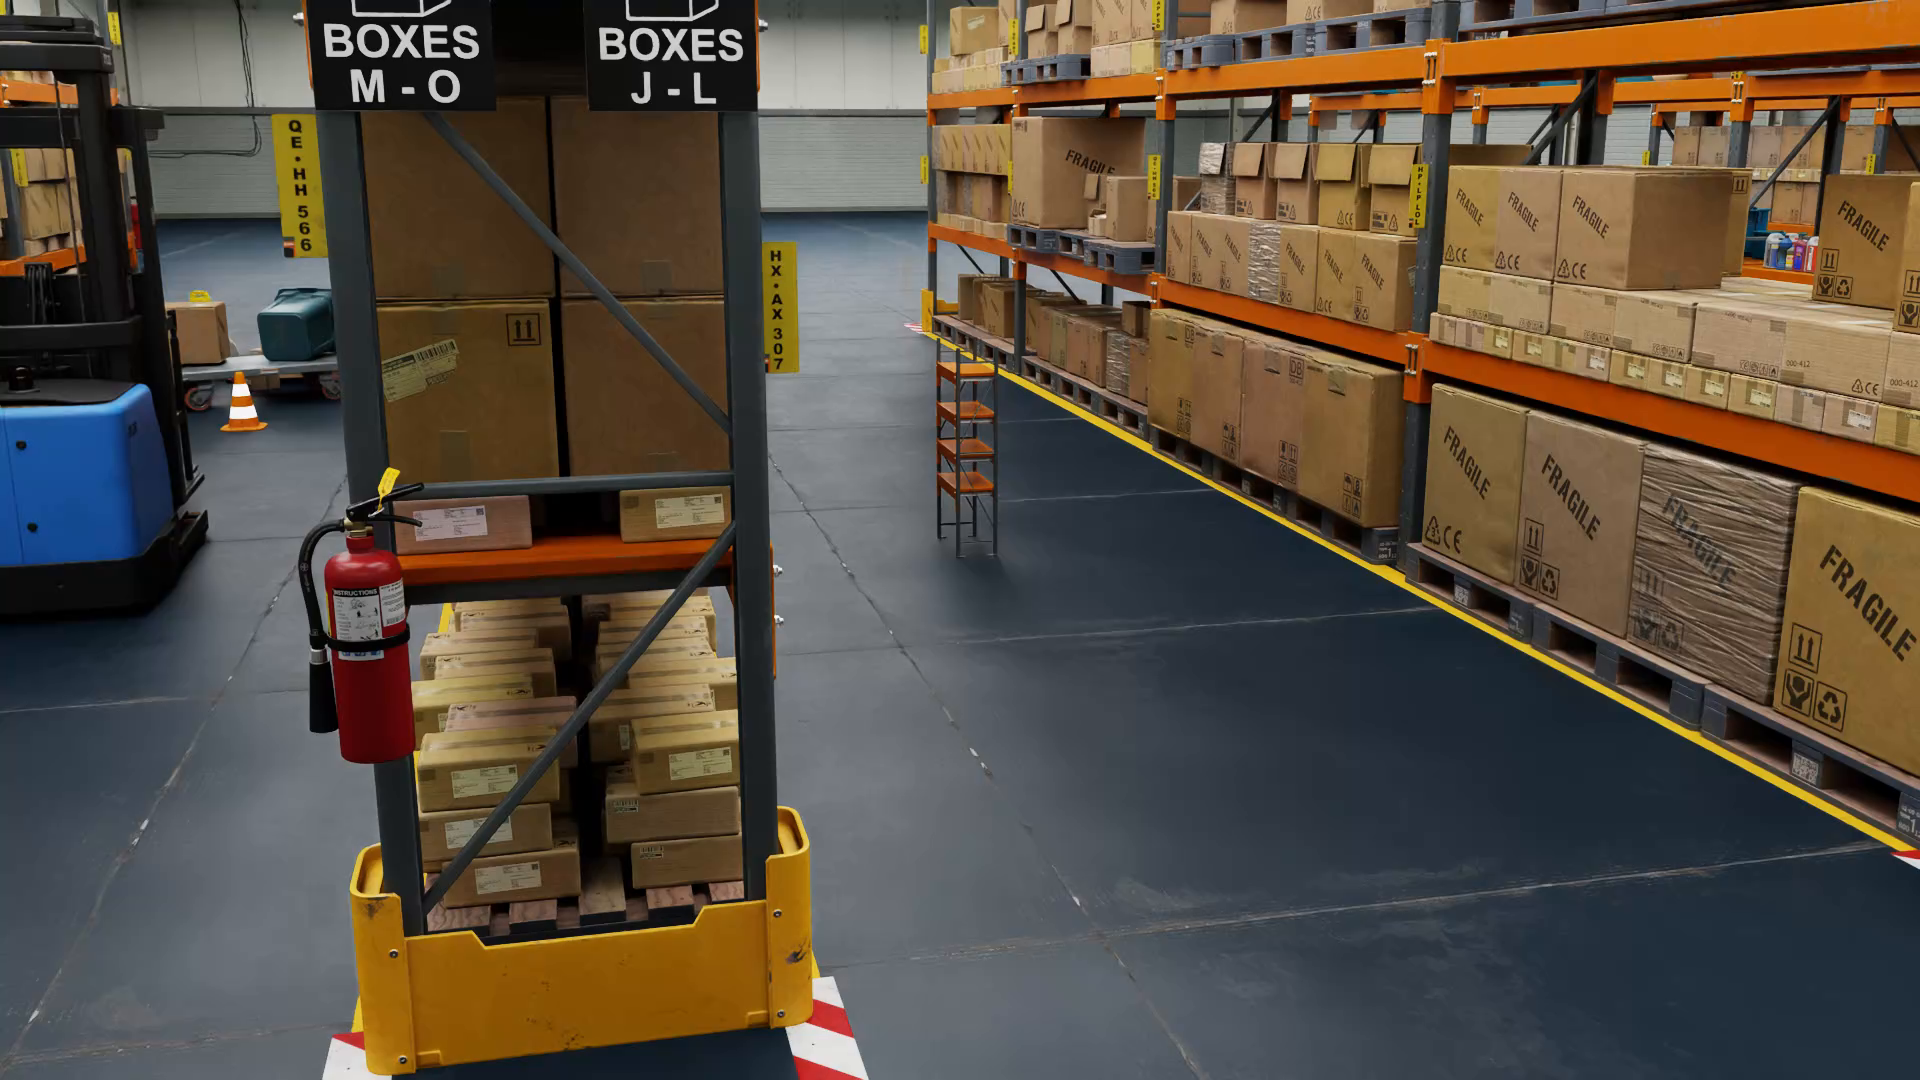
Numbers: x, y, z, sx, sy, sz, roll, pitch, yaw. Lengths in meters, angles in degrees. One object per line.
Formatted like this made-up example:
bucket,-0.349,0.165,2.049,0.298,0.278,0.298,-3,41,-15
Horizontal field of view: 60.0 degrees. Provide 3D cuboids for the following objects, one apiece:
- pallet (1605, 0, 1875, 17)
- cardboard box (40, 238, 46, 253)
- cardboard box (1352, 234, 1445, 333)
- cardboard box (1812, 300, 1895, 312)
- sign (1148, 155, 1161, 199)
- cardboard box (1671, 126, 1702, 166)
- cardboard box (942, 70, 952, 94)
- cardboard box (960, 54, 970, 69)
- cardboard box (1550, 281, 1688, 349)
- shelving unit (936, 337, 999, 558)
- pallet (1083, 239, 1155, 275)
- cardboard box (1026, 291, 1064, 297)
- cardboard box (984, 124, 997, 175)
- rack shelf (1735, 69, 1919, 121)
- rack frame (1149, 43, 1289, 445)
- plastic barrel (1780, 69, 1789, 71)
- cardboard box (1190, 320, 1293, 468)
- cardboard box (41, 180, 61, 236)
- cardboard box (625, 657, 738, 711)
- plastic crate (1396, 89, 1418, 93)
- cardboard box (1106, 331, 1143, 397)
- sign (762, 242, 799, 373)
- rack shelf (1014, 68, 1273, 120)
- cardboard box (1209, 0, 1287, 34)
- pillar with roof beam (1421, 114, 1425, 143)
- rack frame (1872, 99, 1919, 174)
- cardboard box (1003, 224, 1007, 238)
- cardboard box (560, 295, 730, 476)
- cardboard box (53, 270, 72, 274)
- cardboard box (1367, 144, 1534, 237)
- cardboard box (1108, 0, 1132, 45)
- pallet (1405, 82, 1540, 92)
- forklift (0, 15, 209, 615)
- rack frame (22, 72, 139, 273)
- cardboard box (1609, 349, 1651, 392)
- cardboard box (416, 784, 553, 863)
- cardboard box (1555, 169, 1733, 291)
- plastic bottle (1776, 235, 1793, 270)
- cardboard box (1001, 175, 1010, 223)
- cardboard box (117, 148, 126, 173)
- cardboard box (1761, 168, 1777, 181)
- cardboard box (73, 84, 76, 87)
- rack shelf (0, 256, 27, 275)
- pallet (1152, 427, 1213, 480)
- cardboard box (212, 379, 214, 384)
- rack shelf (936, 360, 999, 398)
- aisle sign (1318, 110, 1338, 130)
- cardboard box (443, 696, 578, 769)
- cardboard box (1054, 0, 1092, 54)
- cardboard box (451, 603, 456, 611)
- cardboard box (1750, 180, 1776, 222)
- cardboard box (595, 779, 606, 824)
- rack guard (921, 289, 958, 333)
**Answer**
pallet,3.388,-2.249,6.679,1.003,0.211,1.213,-3,14,-13
cardboard box,-8.553,-2.682,15.113,0.380,0.149,0.250,-3,14,-13
cardboard box,2.548,-1.446,9.316,0.500,0.500,0.500,-3,14,-13
cardboard box,3.769,-0.815,6.634,0.500,0.250,0.500,-4,14,-15
sign,1.458,-2.719,12.465,0.100,0.325,0.005,-3,14,-13
cardboard box,9.844,-5.183,21.877,0.700,0.500,0.500,-3,14,-13
cardboard box,0.094,-5.213,18.942,0.500,0.250,0.500,-4,14,-14
cardboard box,0.217,-5.273,18.346,0.380,0.149,0.250,-4,14,-16
cardboard box,3.018,-1.020,7.469,0.500,0.250,0.500,-3,14,-12
shelving unit,0.039,-0.545,9.628,0.258,1.200,0.503,-3,14,-13
pallet,1.712,-2.293,13.397,1.213,0.211,1.003,-3,14,-13
cardboard box,0.847,-2.367,17.676,0.500,0.500,0.500,1,14,5
cardboard box,0.552,-4.033,17.171,0.500,0.500,0.500,-3,14,-13
rack shelf,7.268,-3.150,11.697,1.077,0.370,4.000,-3,14,-13
rack frame,1.983,-2.228,12.726,1.000,3.000,0.127,-3,14,-13
plastic barrel,6.690,-3.940,13.740,0.294,0.245,0.294,0,14,0
cardboard box,2.327,-1.033,11.428,1.225,0.875,0.875,-3,14,-13
cardboard box,-8.562,-3.023,15.142,0.500,0.500,0.500,-3,14,-13
cardboard box,-0.892,0.501,5.426,0.380,0.149,0.250,-3,14,-13
plastic crate,5.088,-5.104,18.731,0.243,0.136,0.396,-3,14,-13
cardboard box,1.664,-1.508,14.119,0.700,0.500,0.500,-5,14,-18
sign,-0.455,-0.580,4.157,0.100,0.325,0.005,-3,14,-13
rack shelf,1.514,-3.797,14.344,1.077,0.370,4.000,-3,14,-13
cardboard box,2.197,-3.802,11.748,0.797,0.503,0.637,-2,14,-10
pillar with roof beam,7.142,-11.615,38.509,9.100,9.000,0.400,-3,14,-13
rack frame,10.674,-3.702,18.759,1.000,3.000,0.127,-3,14,-13
cardboard box,0.658,-3.181,17.157,0.380,0.149,0.250,-3,14,-13
cardboard box,-0.820,-0.441,4.575,0.500,0.500,0.500,-3,14,-11
cardboard box,-8.558,-2.448,15.588,0.380,0.149,0.250,-3,14,-11
cardboard box,2.765,-1.988,9.419,0.797,0.503,0.637,-4,14,-15
cardboard box,1.497,-4.190,13.174,0.500,0.500,0.500,-3,14,-13
pallet,5.594,-4.953,17.958,1.213,0.211,1.003,-3,14,-13
forklift,-4.980,-1.342,9.245,1.130,2.935,3.031,-4,14,-16
rack frame,-9.528,-3.521,18.019,1.000,3.000,0.127,-3,14,-13
cardboard box,3.037,-0.737,7.152,0.380,0.149,0.250,-4,14,-15
cardboard box,-1.384,0.801,4.822,0.380,0.149,0.250,-4,14,-15
cardboard box,3.022,-1.382,7.375,0.500,0.500,0.500,-4,14,-15
plastic bottle,6.586,-2.295,13.273,0.097,0.271,0.097,0,14,0
cardboard box,0.915,-3.568,17.375,0.875,0.500,0.500,-3,14,-13
cardboard box,-9.196,-4.094,17.421,0.700,0.500,0.500,-4,14,-15
cardboard box,10.040,-4.471,20.328,0.380,0.149,0.250,-3,14,-11
cardboard box,-8.954,-4.554,16.455,0.380,0.149,0.250,-3,14,-14
rack shelf,-8.119,-1.787,12.439,1.077,0.370,4.000,-3,14,-13
pallet,2.095,-0.687,12.295,1.003,0.211,1.213,-3,14,-13
cardboard box,-7.518,-1.708,15.860,0.500,0.500,0.500,7,15,26
rack shelf,0.039,-0.926,9.535,0.258,0.148,0.480,-3,14,-13
aisle sign,4.617,-5.613,21.102,0.394,0.787,0.004,-3,14,-13
cardboard box,-1.357,0.594,5.046,0.380,0.149,0.250,-3,14,-12
cardboard box,1.280,-4.531,14.729,0.797,0.503,0.637,-3,14,-11
cardboard box,-1.864,0.176,6.757,0.380,0.149,0.250,-3,14,-12
cardboard box,10.198,-4.208,20.620,0.700,0.500,0.500,-3,14,-11
cardboard box,-1.001,0.800,5.453,0.380,0.149,0.250,-3,14,-13
rack guard,0.122,-2.842,20.505,1.175,0.500,0.348,-3,14,-13
